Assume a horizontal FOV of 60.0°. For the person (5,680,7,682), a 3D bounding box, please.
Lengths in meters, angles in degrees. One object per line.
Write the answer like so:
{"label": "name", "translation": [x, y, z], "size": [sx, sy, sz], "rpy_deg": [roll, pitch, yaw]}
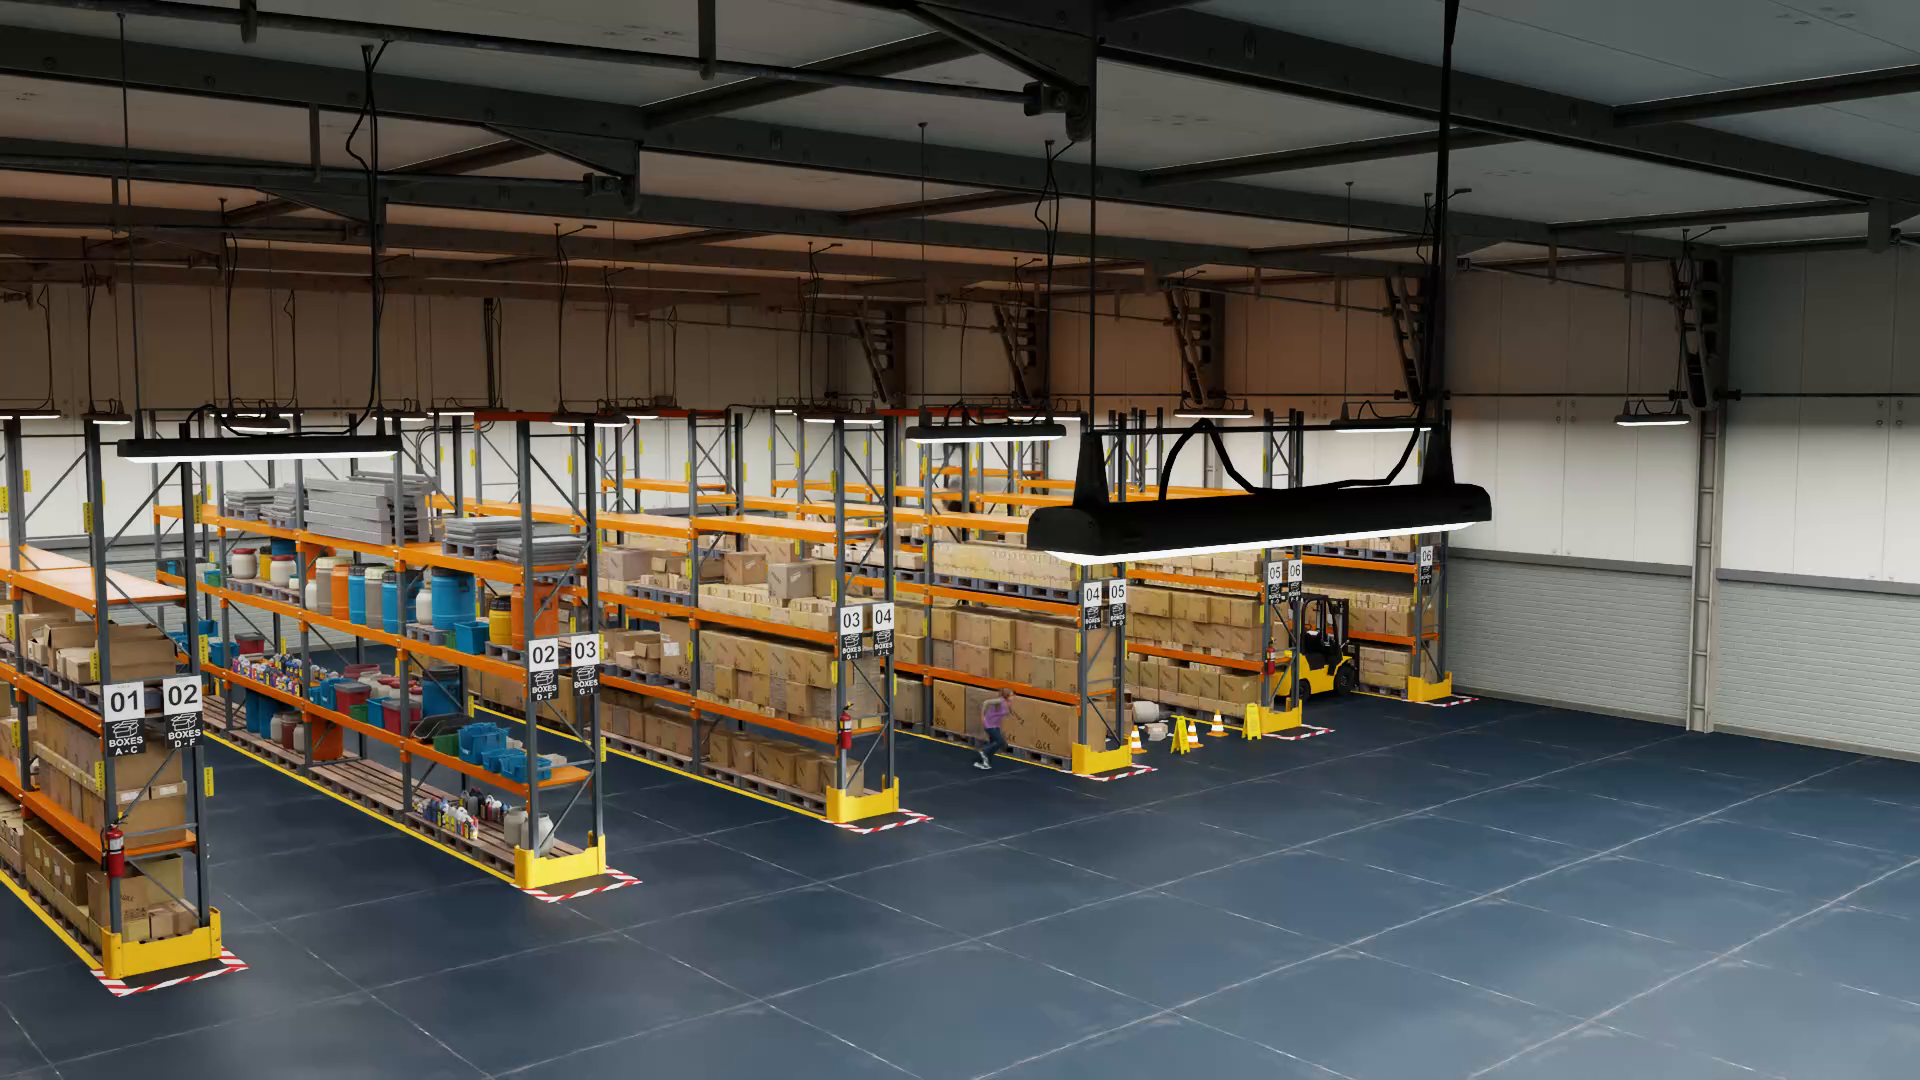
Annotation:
{"label": "person", "translation": [-18.373, 2.719, 31.422], "size": [0.609, 1.720, 0.692], "rpy_deg": [2, 6, 26]}

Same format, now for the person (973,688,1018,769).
{"label": "person", "translation": [0.578, 3.167, 27.877], "size": [0.830, 1.432, 0.566], "rpy_deg": [3, 6, 31]}

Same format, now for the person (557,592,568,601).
{"label": "person", "translation": [-9.501, 2.009, 39.314], "size": [0.684, 1.745, 0.527], "rpy_deg": [0, 5, 4]}
